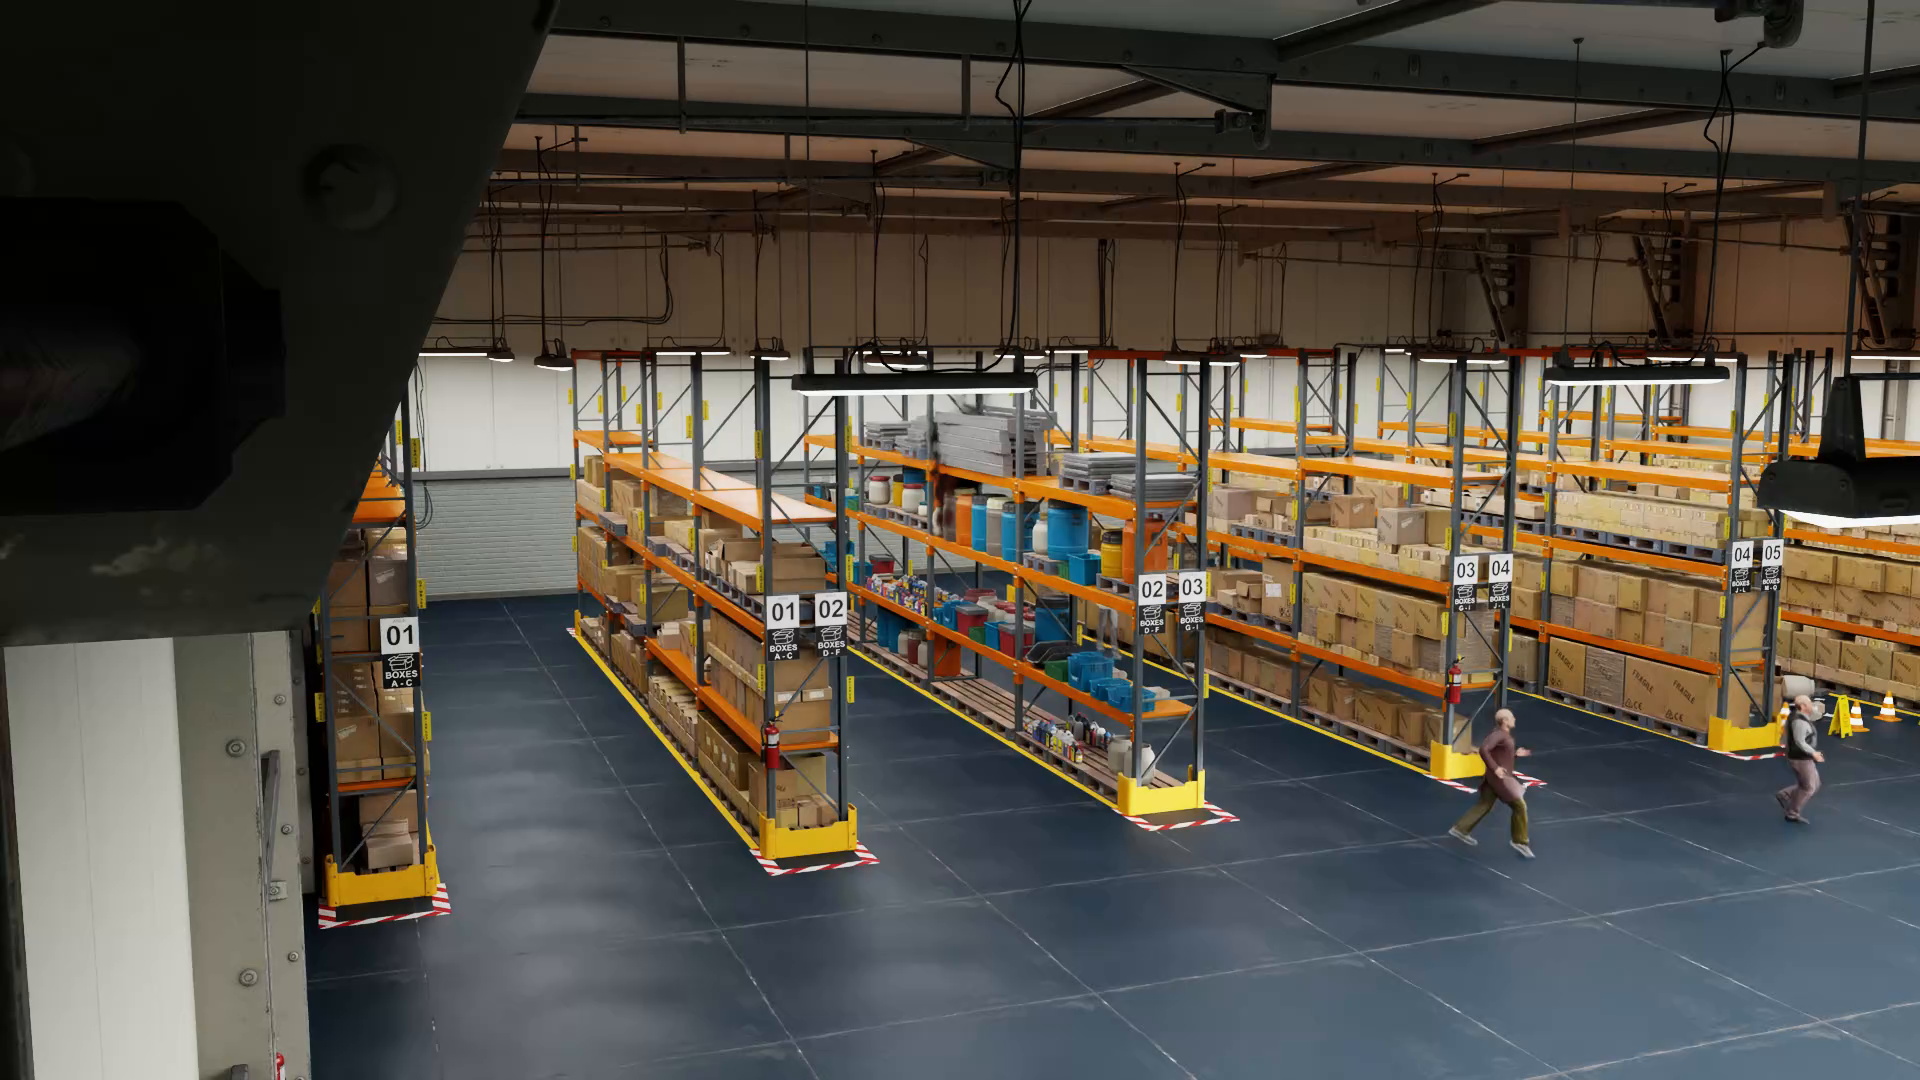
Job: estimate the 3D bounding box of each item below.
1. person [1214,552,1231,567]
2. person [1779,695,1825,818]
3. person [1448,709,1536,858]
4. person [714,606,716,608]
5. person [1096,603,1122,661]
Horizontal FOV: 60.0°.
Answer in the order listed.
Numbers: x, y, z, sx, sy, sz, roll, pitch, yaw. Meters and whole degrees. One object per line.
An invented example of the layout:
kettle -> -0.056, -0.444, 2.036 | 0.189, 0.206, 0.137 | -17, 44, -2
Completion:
person -> 6.613, 0.309, 41.463 | 0.782, 1.744, 0.660 | -3, 8, -26
person -> 10.917, 2.802, 21.557 | 0.491, 1.624, 0.569 | 2, 7, 18
person -> 6.496, 2.956, 20.260 | 1.029, 1.843, 0.636 | 1, 7, 4
person -> -4.761, 1.403, 33.678 | 0.754, 1.527, 0.530 | -4, 8, -29
person -> 2.778, 1.330, 31.285 | 0.676, 1.831, 0.747 | -3, 8, -21
